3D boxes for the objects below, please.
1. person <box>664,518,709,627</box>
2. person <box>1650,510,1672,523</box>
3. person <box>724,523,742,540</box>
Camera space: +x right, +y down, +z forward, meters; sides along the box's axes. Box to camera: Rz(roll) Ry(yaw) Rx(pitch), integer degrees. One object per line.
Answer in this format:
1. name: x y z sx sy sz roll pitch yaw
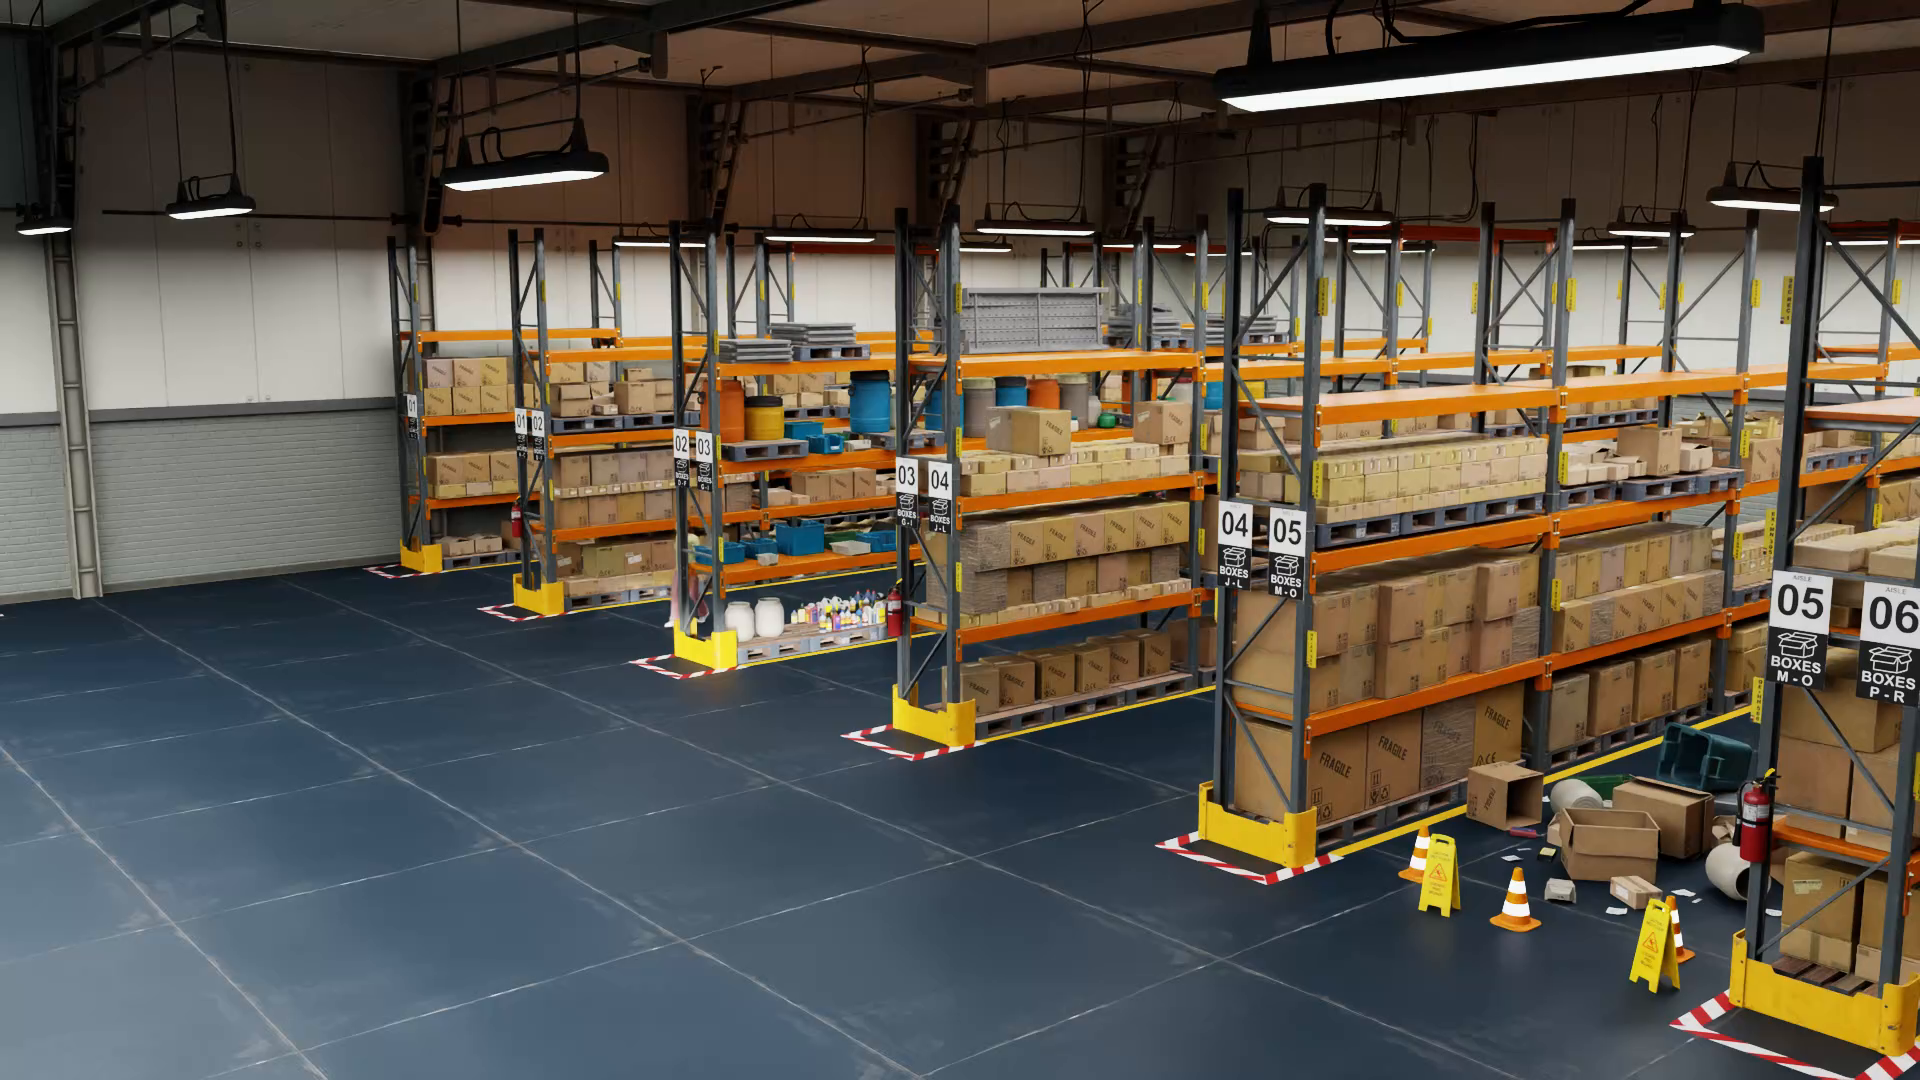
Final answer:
1. person: -4.140 0.474 25.243 0.514 1.668 0.765 3 9 21
2. person: 12.962 -0.474 31.037 0.523 1.731 0.831 -1 9 -4
3. person: -4.308 -0.368 30.668 0.498 1.628 0.922 7 11 37
